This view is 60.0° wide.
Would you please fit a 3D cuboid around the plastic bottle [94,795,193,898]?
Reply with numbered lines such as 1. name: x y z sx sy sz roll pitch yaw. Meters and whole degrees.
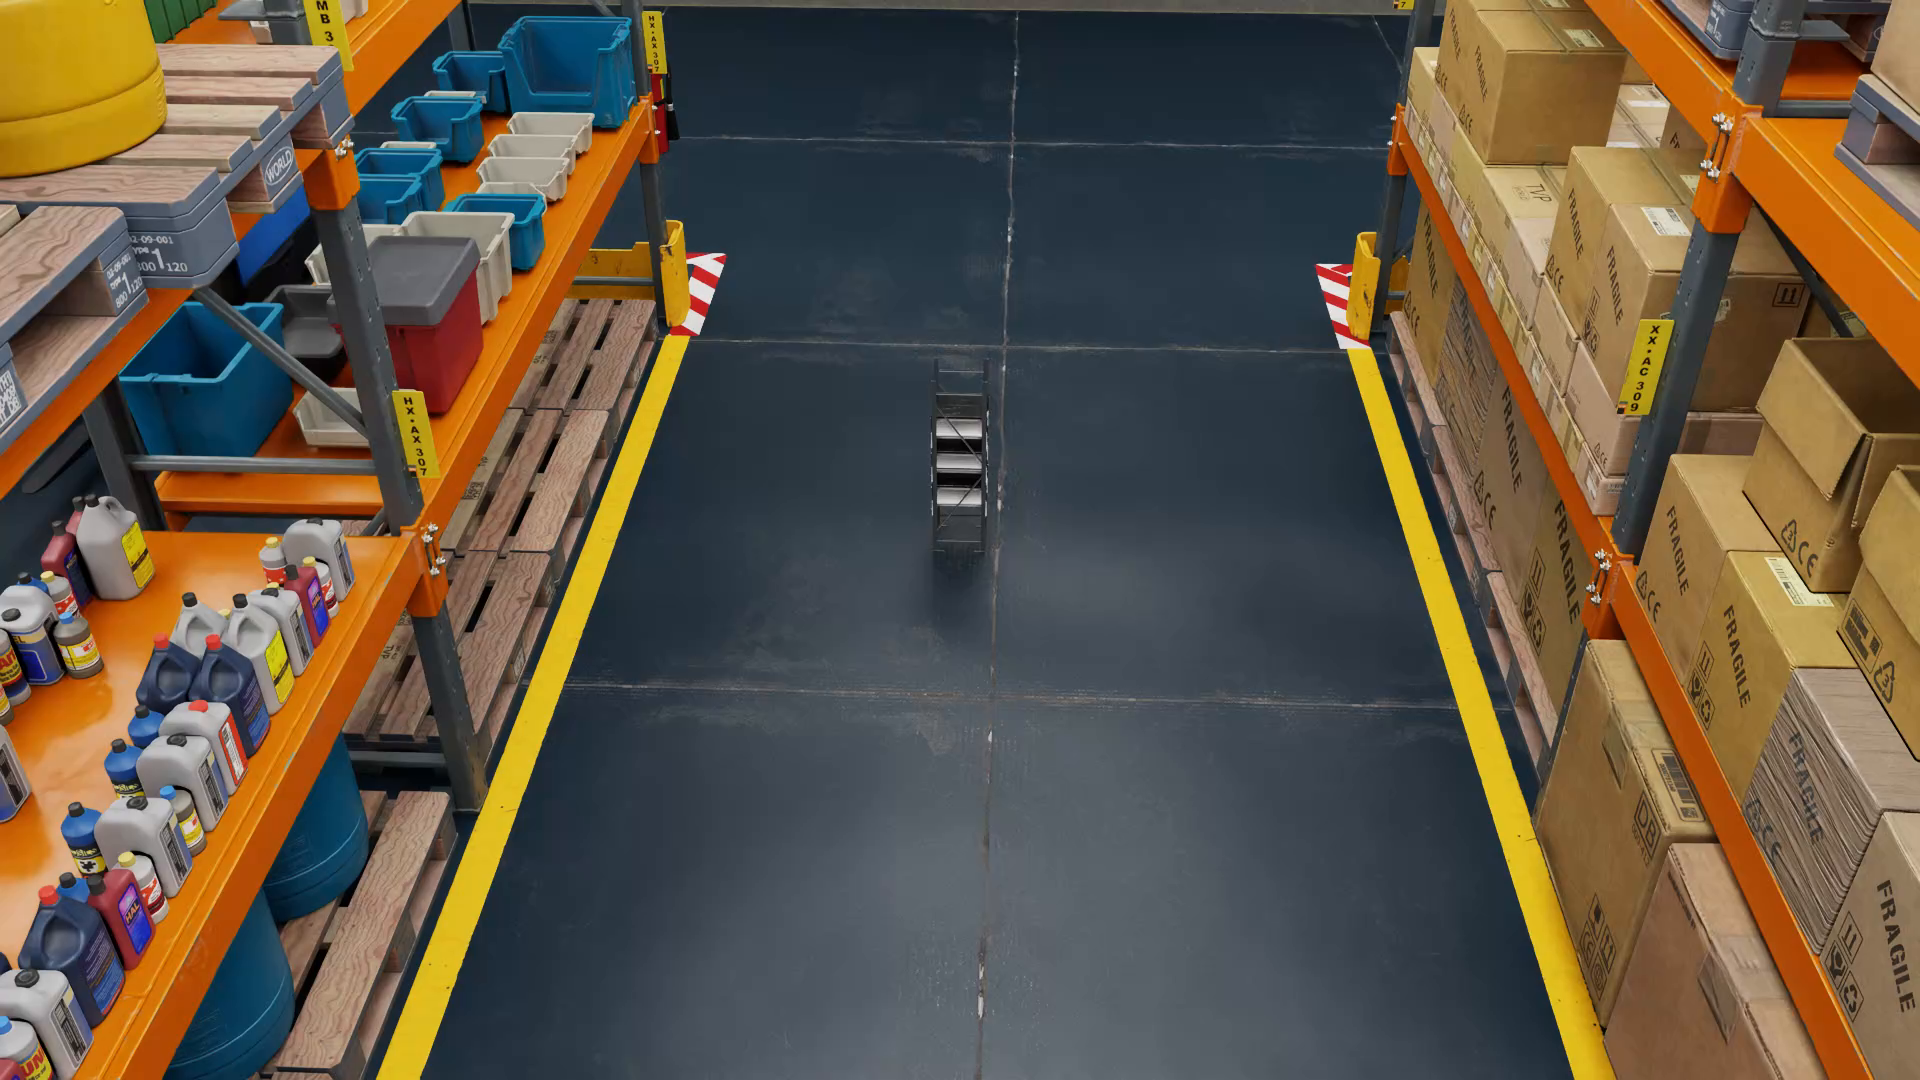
1. plastic bottle: -2.051 0.755 4.175 0.152 0.276 0.135 1 35 2

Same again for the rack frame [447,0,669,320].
1. rack frame: -2.148 -2.538 8.753 1.000 3.000 0.127 1 35 2

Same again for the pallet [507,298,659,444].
1. pallet: -2.220 -0.924 8.881 1.003 0.211 1.213 1 35 2

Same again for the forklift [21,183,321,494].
1. forklift: -4.508 -2.113 8.208 1.130 2.935 3.031 2 35 3

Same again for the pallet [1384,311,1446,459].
1. pallet: 2.847 -0.821 8.735 1.003 0.211 1.213 1 35 2

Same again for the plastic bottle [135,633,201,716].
1. plastic bottle: -2.170 0.419 4.588 0.144 0.351 0.185 1 35 2

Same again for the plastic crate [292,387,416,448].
1. plastic crate: -2.147 -0.421 5.917 0.396 0.136 0.243 1 35 2

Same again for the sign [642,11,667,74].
1. sign: -1.598 -2.601 8.701 0.100 0.325 0.005 1 35 2

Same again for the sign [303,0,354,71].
1. sign: -1.759 -1.457 4.598 0.100 0.325 0.005 1 35 2

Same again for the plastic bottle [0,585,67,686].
1. plastic bottle: -2.723 0.278 4.853 0.152 0.276 0.135 1 35 2

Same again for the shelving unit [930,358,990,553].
1. shelving unit: 0.000 -0.373 7.498 0.258 0.900 0.210 1 35 2

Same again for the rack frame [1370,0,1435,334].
1. rack frame: 2.801 -2.424 8.590 1.000 3.000 0.127 1 35 2

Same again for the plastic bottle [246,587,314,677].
1. plastic bottle: -2.016 0.255 4.887 0.152 0.276 0.135 1 35 2

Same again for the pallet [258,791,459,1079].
1. pallet: -2.381 1.343 5.655 1.003 0.211 1.213 1 35 2

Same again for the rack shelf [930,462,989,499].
1. rack shelf: 0.000 -0.272 7.569 0.258 0.077 0.200 1 35 2

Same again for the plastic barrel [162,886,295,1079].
1. plastic barrel: -2.376 1.166 4.942 0.600 0.901 0.708 1 35 2

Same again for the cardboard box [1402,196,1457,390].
1. cardboard box: 2.855 -1.357 8.554 0.875 0.875 0.875 1 35 2

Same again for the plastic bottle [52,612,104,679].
1. plastic bottle: -2.597 0.301 4.886 0.097 0.201 0.097 0 35 0

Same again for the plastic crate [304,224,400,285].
1. plastic crate: -2.539 -1.164 6.975 0.293 0.136 0.466 1 35 2

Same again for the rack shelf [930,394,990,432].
1. rack shelf: 0.000 -0.566 7.362 0.258 0.077 0.200 1 35 2

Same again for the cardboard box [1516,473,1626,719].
1. cardboard box: 2.747 0.195 6.347 0.875 0.875 0.875 1 35 2

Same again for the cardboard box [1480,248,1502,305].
1. cardboard box: 2.388 -1.090 6.911 0.380 0.149 0.250 2 35 3

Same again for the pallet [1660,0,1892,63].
1. pallet: 2.684 -1.786 5.151 1.003 0.211 1.213 1 35 2

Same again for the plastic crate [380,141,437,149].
1. plastic crate: -2.610 -1.748 7.806 0.250 0.136 0.298 1 35 2

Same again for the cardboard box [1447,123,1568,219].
1. cardboard box: 2.474 -1.627 7.328 0.500 0.250 0.500 0 35 0

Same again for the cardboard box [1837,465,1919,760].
1. cardboard box: 2.584 0.184 3.920 0.797 0.503 0.637 2 35 2

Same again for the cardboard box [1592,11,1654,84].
1. cardboard box: 3.044 -2.505 7.925 0.500 0.500 0.500 2 35 2

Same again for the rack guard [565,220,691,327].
1. rack guard: -2.160 -1.529 9.491 1.175 0.500 0.348 1 35 2

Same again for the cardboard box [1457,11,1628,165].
1. cardboard box: 2.477 -1.936 7.116 0.500 0.500 0.500 0 35 1

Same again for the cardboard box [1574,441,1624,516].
1. cardboard box: 2.325 -0.205 5.652 0.380 0.149 0.250 2 35 2

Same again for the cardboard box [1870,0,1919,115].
1. cardboard box: 2.627 -1.232 3.833 0.700 0.500 0.500 2 35 3

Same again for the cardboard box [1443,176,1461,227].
1. cardboard box: 2.418 -1.534 7.543 0.380 0.149 0.250 1 35 1

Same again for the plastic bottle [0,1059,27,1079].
1. plastic bottle: -2.037 1.202 3.532 0.061 0.283 0.133 1 35 2

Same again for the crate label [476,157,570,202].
1. crate label: -2.013 -1.655 7.674 0.396 0.136 0.243 1 35 2

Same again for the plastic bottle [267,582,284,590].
1. plastic bottle: -2.045 0.218 5.004 0.097 0.201 0.097 0 35 0

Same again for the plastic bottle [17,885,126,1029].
1. plastic bottle: -2.063 0.949 3.834 0.144 0.351 0.185 1 35 2

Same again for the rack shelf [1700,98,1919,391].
1. rack shelf: 2.560 0.091 3.029 1.077 0.370 4.000 1 35 2

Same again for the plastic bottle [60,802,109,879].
1. plastic bottle: -2.177 0.765 4.165 0.097 0.271 0.097 0 35 0

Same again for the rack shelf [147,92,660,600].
1. rack shelf: -2.228 -1.095 7.324 1.077 0.370 4.000 1 35 2

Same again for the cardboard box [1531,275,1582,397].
1. cardboard box: 2.414 -0.743 6.070 0.500 0.250 0.500 2 35 3

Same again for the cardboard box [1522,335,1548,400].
1. cardboard box: 2.356 -0.649 6.283 0.380 0.149 0.250 2 35 3

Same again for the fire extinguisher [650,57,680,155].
1. fire extinguisher: -1.688 -2.430 8.990 0.296 0.674 0.183 1 35 2

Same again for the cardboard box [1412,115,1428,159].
1. cardboard box: 2.448 -1.977 8.173 0.380 0.149 0.250 1 35 1

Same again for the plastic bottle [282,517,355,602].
1. plastic bottle: -2.002 0.045 5.185 0.152 0.276 0.135 1 35 2

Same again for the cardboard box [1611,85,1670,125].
1. cardboard box: 3.026 -1.908 7.728 0.500 0.250 0.500 1 35 1

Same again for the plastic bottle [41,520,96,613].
1. plastic bottle: -2.755 0.085 5.121 0.061 0.283 0.133 1 35 2

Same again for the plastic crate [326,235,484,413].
1. plastic crate: -2.022 -0.798 6.169 0.402 0.464 0.583 1 35 2

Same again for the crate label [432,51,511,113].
1. crate label: -2.487 -2.360 8.592 0.416 0.233 0.303 1 35 2

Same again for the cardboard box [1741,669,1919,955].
1. cardboard box: 2.332 0.668 4.103 0.500 0.500 0.500 1 35 1

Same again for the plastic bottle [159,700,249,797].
1. plastic bottle: -2.036 0.544 4.475 0.152 0.276 0.135 1 35 2
